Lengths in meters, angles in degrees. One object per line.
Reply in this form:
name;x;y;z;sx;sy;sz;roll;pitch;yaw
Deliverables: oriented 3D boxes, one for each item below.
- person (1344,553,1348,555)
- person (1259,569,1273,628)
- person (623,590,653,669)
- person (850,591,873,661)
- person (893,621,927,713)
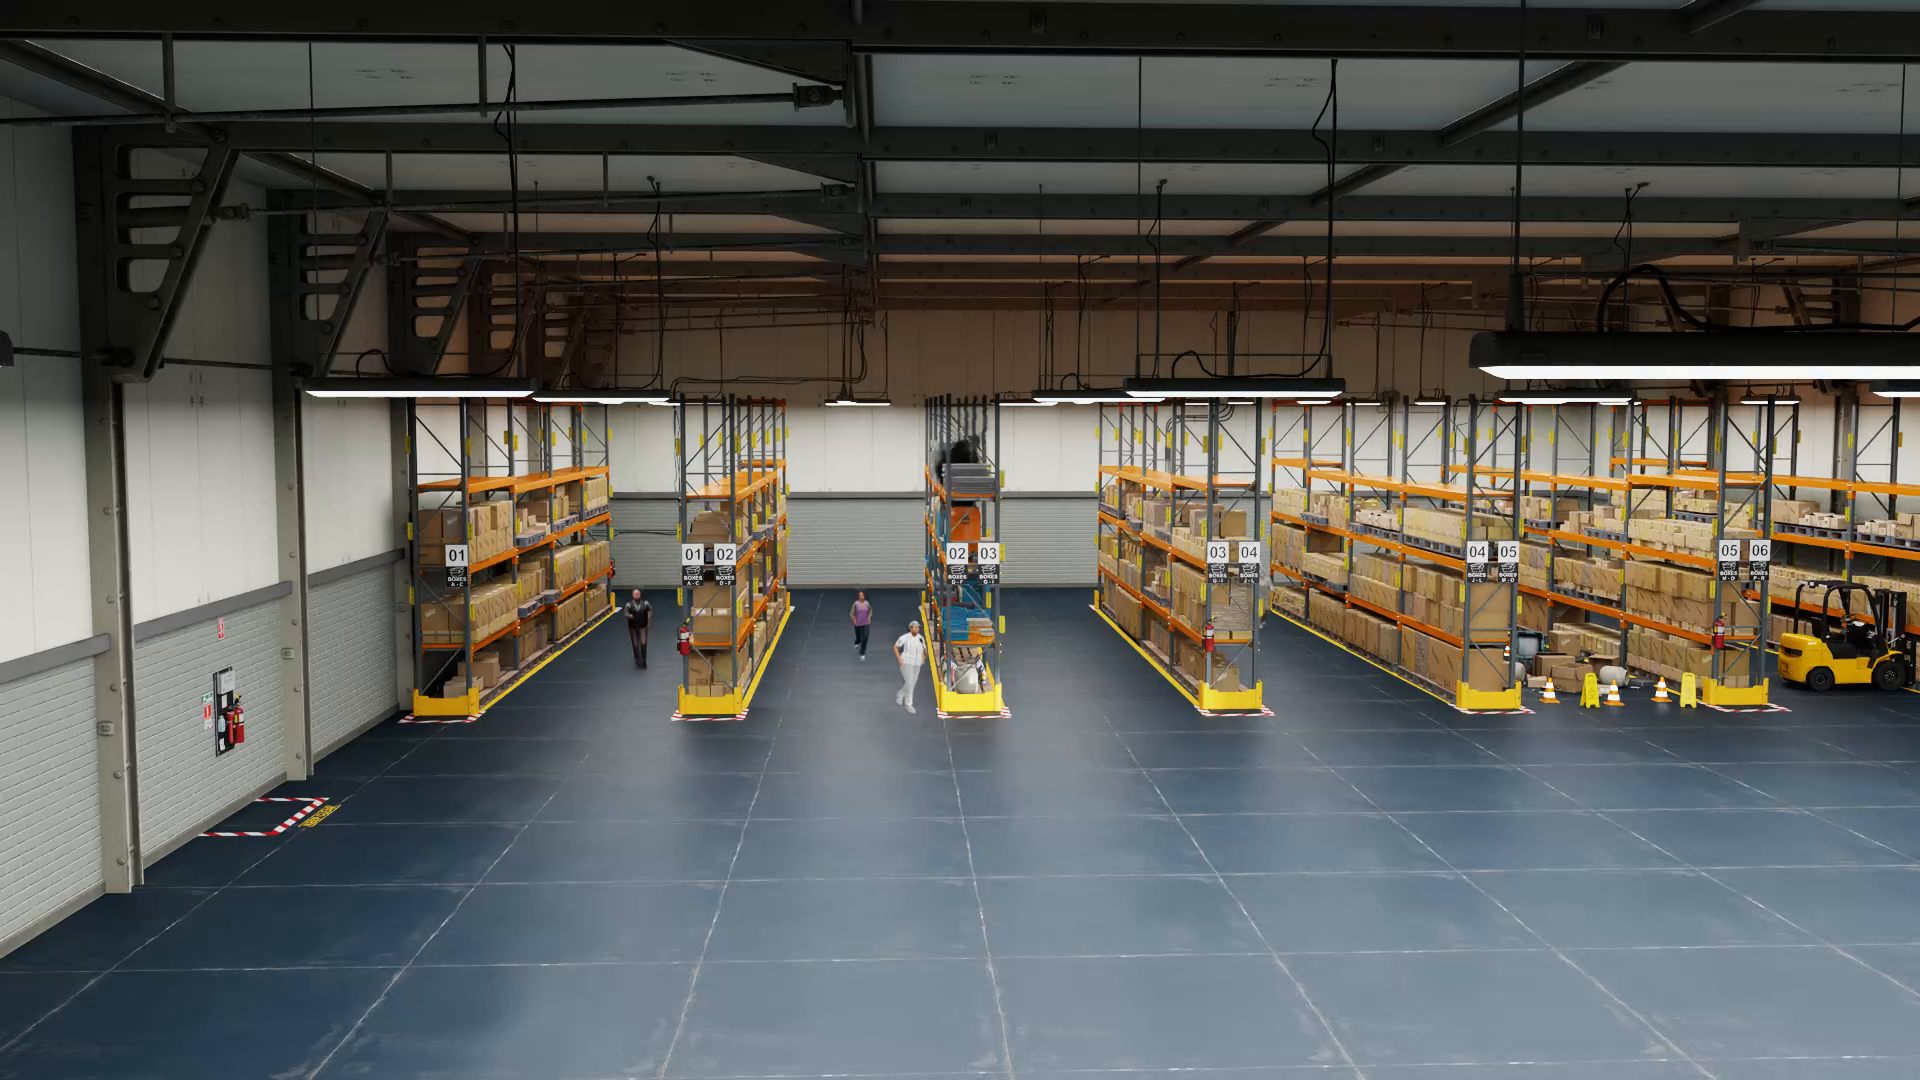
person;10.966;1.136;47.361;0.583;1.634;0.914;-1;5;-18
person;7.865;1.532;43.168;0.553;1.557;0.565;0;5;3
person;-7.099;1.980;36.671;0.635;1.770;0.747;-1;5;-8
person;-2.257;1.948;38.074;0.536;1.575;0.664;-1;5;-14
person;-0.908;2.337;31.029;0.639;1.654;0.739;-3;5;-33
